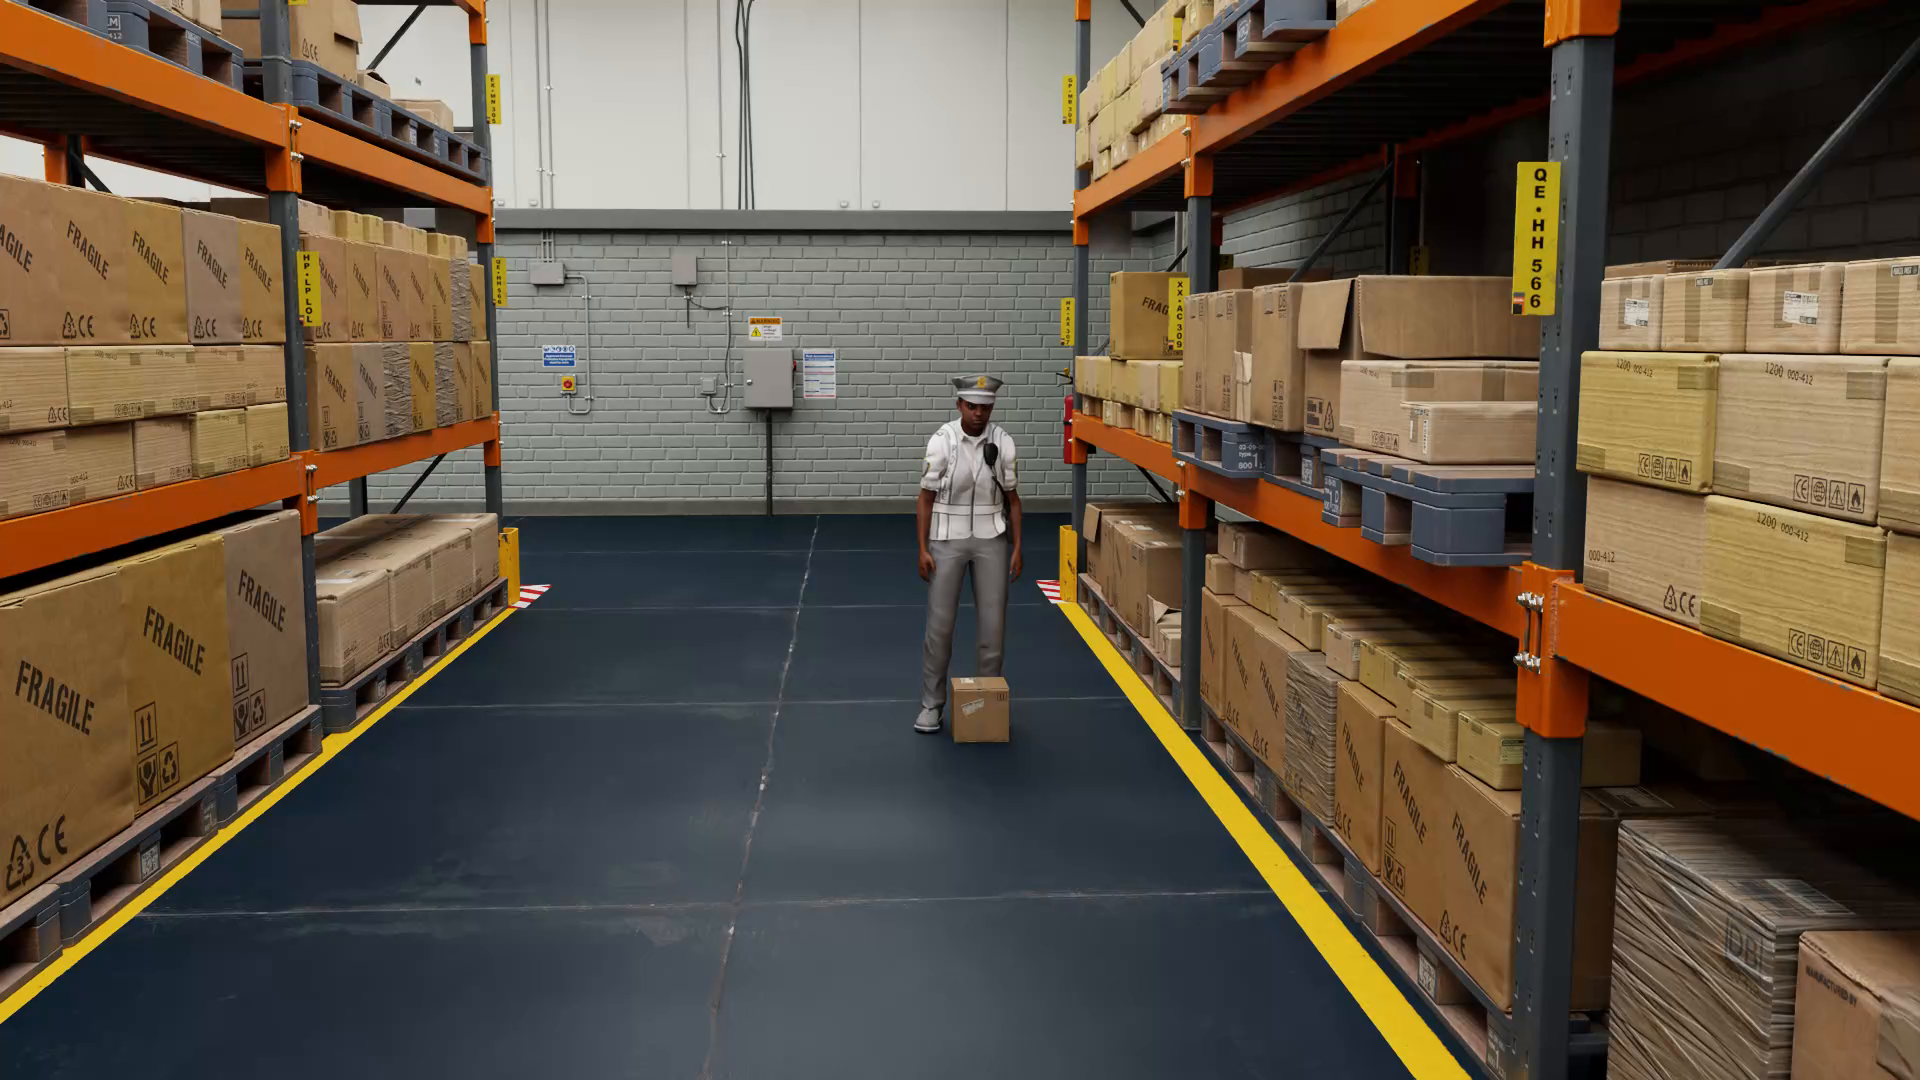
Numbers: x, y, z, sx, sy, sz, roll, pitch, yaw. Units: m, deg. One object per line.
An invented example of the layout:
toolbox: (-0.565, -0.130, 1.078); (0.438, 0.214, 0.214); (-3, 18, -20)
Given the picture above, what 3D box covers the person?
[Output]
person: (0.035, 0.053, 7.809); (0.527, 1.661, 0.395); (-1, 7, -8)
